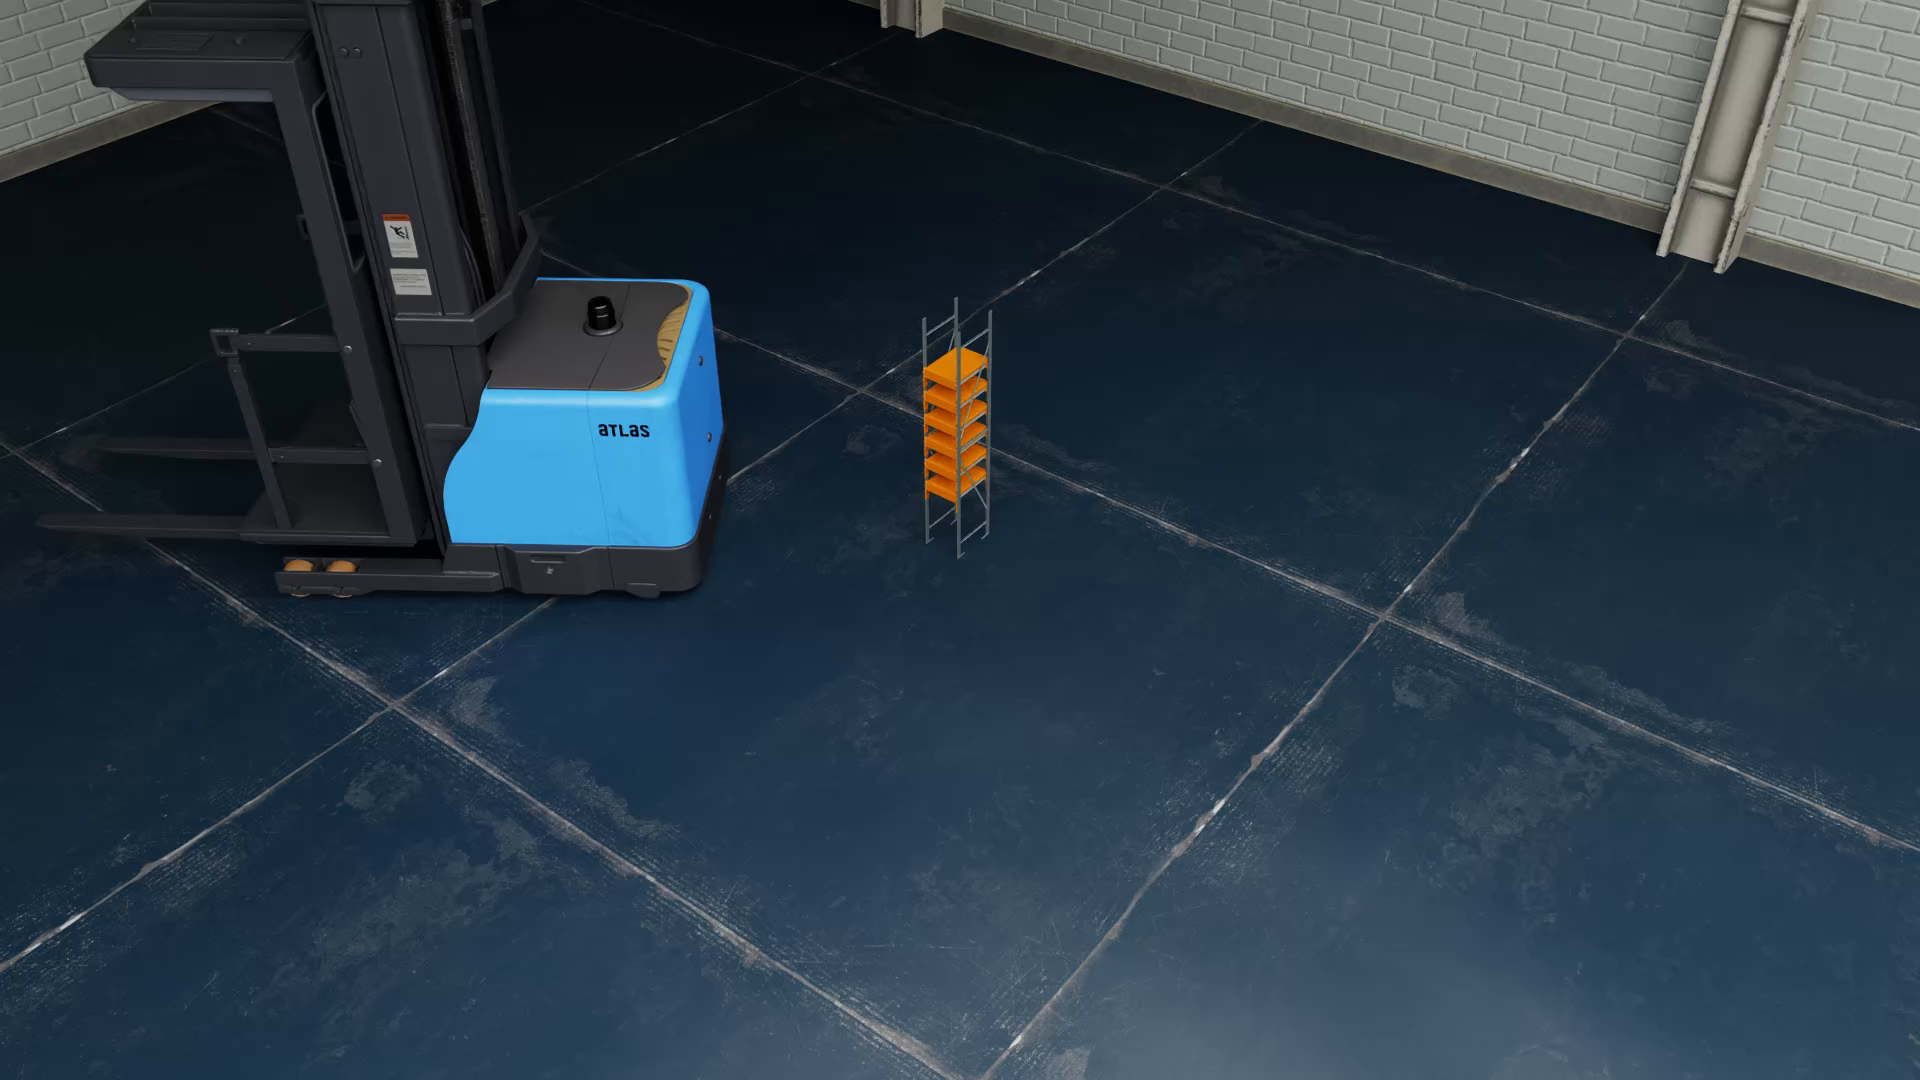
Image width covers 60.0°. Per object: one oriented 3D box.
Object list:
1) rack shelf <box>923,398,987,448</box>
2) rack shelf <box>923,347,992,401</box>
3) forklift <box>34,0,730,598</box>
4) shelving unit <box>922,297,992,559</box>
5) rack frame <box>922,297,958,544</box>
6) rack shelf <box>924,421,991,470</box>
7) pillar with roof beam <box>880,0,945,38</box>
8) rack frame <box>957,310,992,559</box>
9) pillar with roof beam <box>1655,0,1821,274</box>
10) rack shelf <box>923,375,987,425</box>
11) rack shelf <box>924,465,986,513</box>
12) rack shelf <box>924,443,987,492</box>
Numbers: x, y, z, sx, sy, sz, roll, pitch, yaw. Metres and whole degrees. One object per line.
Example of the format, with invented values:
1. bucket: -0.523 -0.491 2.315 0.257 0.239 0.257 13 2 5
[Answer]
1. rack shelf: -0.012 -0.537 7.340 0.180 0.103 0.258 25 45 29
2. rack shelf: -0.012 -0.726 7.193 0.180 0.103 0.258 25 45 29
3. forklift: -2.645 -1.222 6.933 3.031 2.935 1.130 1 38 2
4. shelving unit: -0.012 -0.478 7.387 0.189 1.200 0.258 25 45 29
5. rack frame: -0.084 -0.512 7.431 0.006 1.200 0.240 25 45 29
6. rack shelf: -0.012 -0.443 7.414 0.180 0.103 0.258 25 45 29
7. pillar with roof beam: -2.979 -5.390 7.335 0.400 9.000 9.100 25 45 29
8. rack frame: 0.061 -0.444 7.343 0.006 1.200 0.240 25 45 29
9. pillar with roof beam: 1.787 -3.143 4.465 0.400 9.000 9.100 25 45 29
10. rack shelf: -0.012 -0.632 7.266 0.180 0.103 0.258 25 45 29
11. rack shelf: -0.011 -0.254 7.562 0.180 0.103 0.258 25 45 29
12. rack shelf: -0.011 -0.348 7.488 0.180 0.103 0.258 25 45 29
